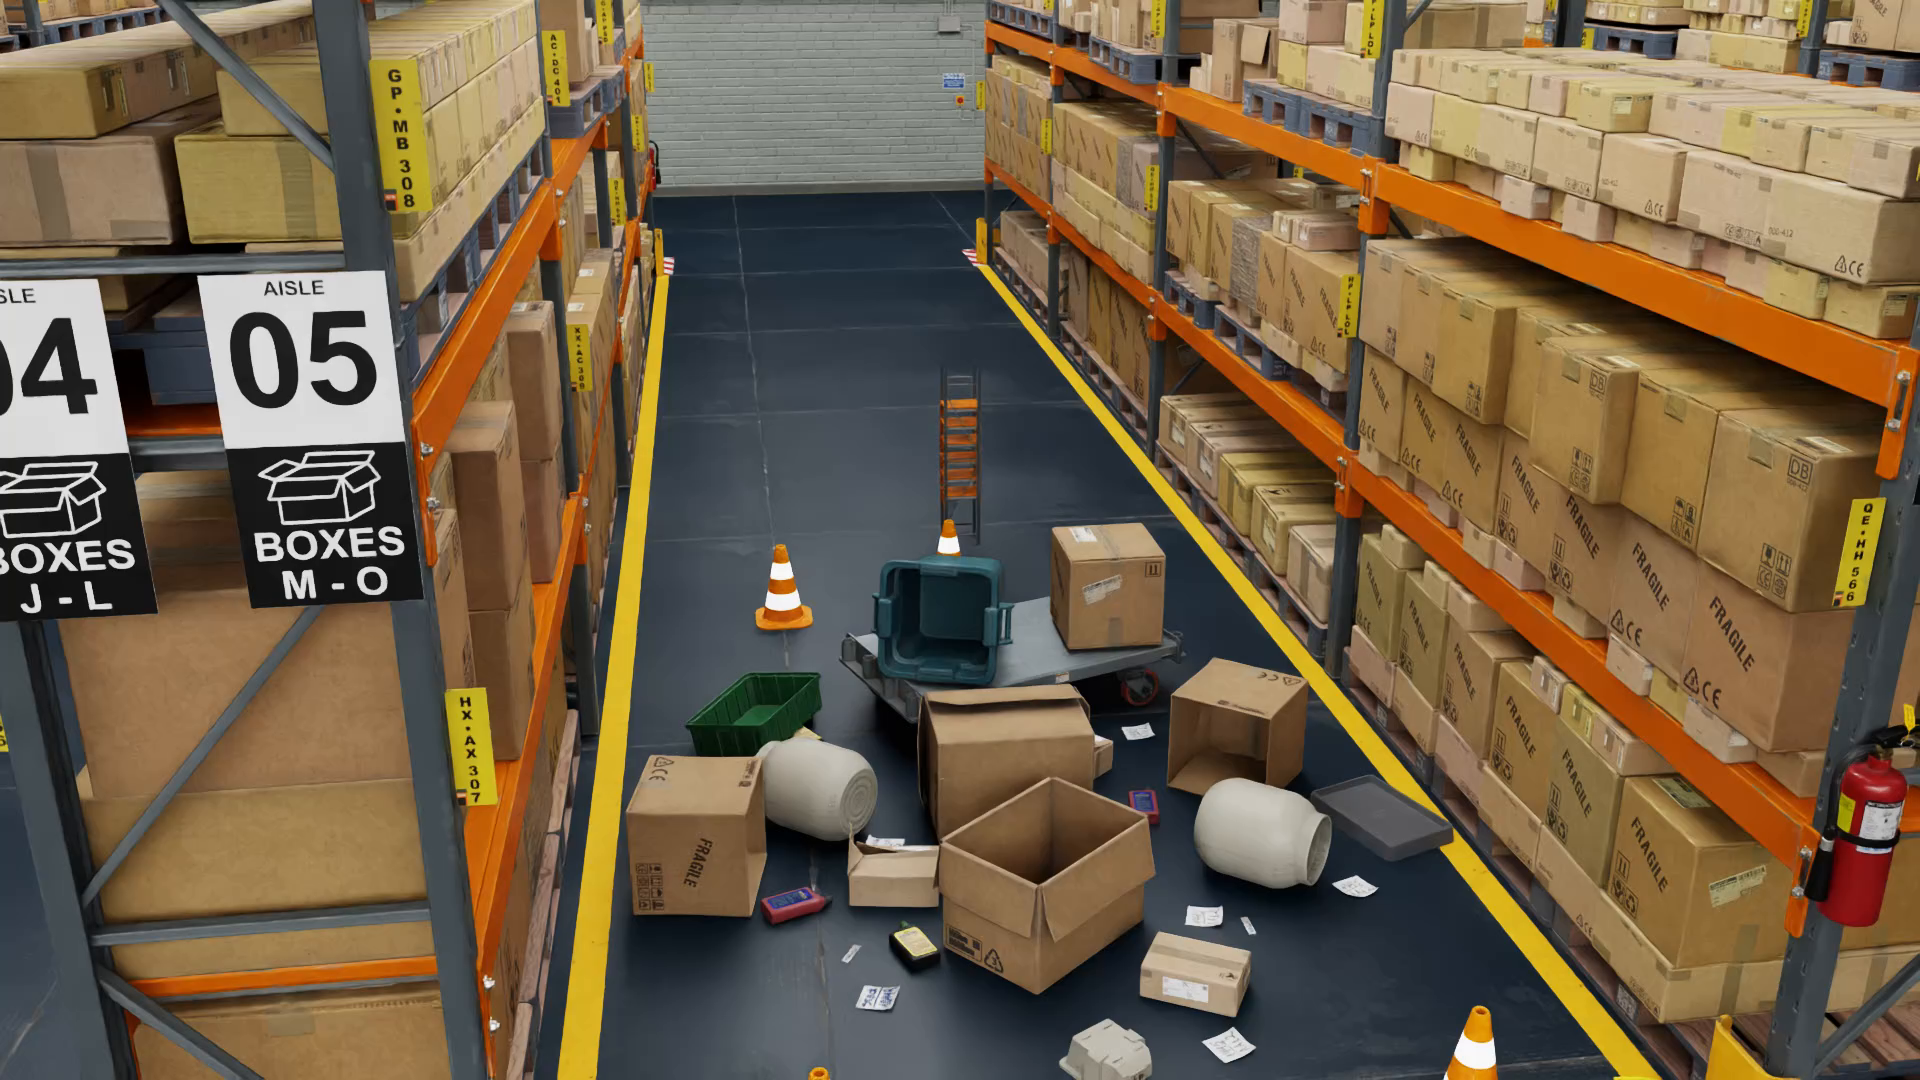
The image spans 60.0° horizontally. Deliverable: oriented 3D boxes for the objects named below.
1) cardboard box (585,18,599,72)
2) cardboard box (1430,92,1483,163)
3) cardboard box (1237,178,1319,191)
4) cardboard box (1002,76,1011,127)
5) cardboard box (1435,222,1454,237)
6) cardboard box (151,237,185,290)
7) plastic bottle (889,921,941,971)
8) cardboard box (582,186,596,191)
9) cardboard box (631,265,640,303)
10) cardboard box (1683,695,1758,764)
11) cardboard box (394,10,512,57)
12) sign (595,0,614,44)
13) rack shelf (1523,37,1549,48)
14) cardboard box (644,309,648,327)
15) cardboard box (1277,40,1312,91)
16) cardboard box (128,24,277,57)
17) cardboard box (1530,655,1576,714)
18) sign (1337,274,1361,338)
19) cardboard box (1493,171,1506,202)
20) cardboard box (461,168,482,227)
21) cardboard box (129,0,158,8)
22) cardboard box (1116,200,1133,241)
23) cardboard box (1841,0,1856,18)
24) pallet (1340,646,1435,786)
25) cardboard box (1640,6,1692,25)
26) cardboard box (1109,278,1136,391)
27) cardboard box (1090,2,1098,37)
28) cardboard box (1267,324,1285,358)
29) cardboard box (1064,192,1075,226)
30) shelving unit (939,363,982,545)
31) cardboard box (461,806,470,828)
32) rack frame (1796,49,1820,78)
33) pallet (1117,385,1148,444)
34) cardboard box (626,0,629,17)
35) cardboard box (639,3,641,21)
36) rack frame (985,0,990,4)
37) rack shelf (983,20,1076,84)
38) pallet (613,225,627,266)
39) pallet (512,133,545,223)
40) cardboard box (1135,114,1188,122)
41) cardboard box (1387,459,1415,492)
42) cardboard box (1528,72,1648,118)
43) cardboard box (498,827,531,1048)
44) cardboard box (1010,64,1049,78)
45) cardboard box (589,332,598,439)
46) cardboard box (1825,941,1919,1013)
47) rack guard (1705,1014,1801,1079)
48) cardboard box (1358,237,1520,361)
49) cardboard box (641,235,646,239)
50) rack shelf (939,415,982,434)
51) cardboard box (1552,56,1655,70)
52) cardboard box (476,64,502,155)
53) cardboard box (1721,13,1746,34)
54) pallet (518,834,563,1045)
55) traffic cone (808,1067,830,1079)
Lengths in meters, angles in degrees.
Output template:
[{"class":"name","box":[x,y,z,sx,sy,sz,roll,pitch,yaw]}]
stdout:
[{"class":"cardboard box","box":[-2.483,-3.039,10.164,0.500,0.311,0.500,-3,21,-8]},{"class":"cardboard box","box":[2.405,-1.809,7.275,0.500,0.250,0.500,-3,21,-8]},{"class":"cardboard box","box":[2.293,-2.303,11.928,0.500,0.500,0.500,-4,21,-9]},{"class":"cardboard box","box":[0.750,-4.812,18.241,0.500,0.500,0.500,-3,21,-8]},{"class":"cardboard box","box":[5.767,-3.409,19.028,0.500,0.500,0.500,-3,21,-7]},{"class":"cardboard box","box":[-2.197,-0.726,4.201,0.380,0.149,0.250,-3,21,-7]},{"class":"plastic bottle","box":[-0.200,1.638,6.742,0.133,0.061,0.283,-11,23,-26]},{"class":"cardboard box","box":[-2.957,-2.670,12.987,0.380,0.149,0.250,-2,21,-5]},{"class":"cardboard box","box":[-3.150,-2.296,14.977,0.500,0.250,0.500,-3,21,-9]},{"class":"cardboard box","box":[2.694,0.623,5.620,0.380,0.149,0.250,-3,21,-8]},{"class":"cardboard box","box":[-1.839,-1.838,6.038,0.380,0.149,0.250,-3,21,-8]},{"class":"sign","box":[-2.381,-3.489,11.131,0.100,0.325,0.005,-3,21,-8]},{"class":"rack shelf","box":[5.999,-5.461,18.292,1.077,0.370,4.000,-3,21,-8]},{"class":"cardboard box","box":[-3.242,-2.168,16.207,0.380,0.149,0.250,-4,21,-10]},{"class":"cardboard box","box":[2.161,-2.758,9.639,0.500,0.250,0.500,-3,21,-7]},{"class":"cardboard box","box":[-2.382,-1.542,5.246,0.380,0.149,0.250,-3,21,-7]},{"class":"cardboard box","box":[2.544,0.576,6.718,0.380,0.149,0.250,-2,21,-5]},{"class":"sign","box":[1.981,-1.192,8.466,0.100,0.325,0.005,-3,21,-8]},{"class":"cardboard box","box":[2.483,-1.491,6.992,0.380,0.149,0.250,-4,21,-9]},{"class":"cardboard box","box":[-1.656,-1.025,5.002,0.380,0.149,0.250,-3,21,-8]},{"class":"cardboard box","box":[-8.879,-5.852,17.425,0.700,0.500,0.500,-4,21,-11]},{"class":"cardboard box","box":[1.554,-2.560,13.283,0.500,0.250,0.500,-3,21,-9]},{"class":"cardboard box","box":[7.085,-4.118,12.887,0.380,0.149,0.250,-4,21,-10]},{"class":"pallet","box":[2.661,0.858,8.617,1.003,0.211,1.213,-3,21,-8]},{"class":"cardboard box","box":[6.184,-4.577,14.513,0.380,0.149,0.250,-2,21,-7]},{"class":"cardboard box","box":[1.811,-1.818,14.232,0.875,0.875,0.875,-3,21,-7]},{"class":"cardboard box","box":[1.293,-4.337,13.847,0.396,0.266,0.258,-1,21,-3]},{"class":"cardboard box","box":[2.049,-1.190,9.874,0.380,0.149,0.250,-3,21,-7]},{"class":"cardboard box","box":[1.254,-3.034,15.266,0.500,0.250,0.500,-3,21,-9]},{"class":"shelving unit","box":[0.002,-0.557,10.993,0.258,1.200,0.189,-3,21,-8]},{"class":"cardboard box","box":[-1.977,0.605,5.095,0.875,0.550,0.550,-3,21,-8]},{"class":"rack frame","box":[6.864,-2.316,13.129,1.000,3.000,0.127,-3,21,-8]},{"class":"pallet","box":[1.914,-1.034,13.684,1.003,0.211,1.213,-3,21,-8]},{"class":"cardboard box","box":[-3.407,-5.085,15.756,0.500,0.250,0.500,-3,21,-8]},{"class":"cardboard box","box":[-3.757,-5.740,18.224,0.500,0.250,0.500,-3,21,-9]},{"class":"rack frame","box":[0.800,-7.644,18.821,1.000,3.000,0.127,-3,21,-8]},{"class":"rack shelf","box":[1.088,-5.209,17.618,1.077,0.370,4.000,-3,21,-8]},{"class":"pallet","box":[-3.257,-2.373,13.556,1.003,0.211,1.213,-3,21,-8]},{"class":"pallet","box":[-2.247,-1.474,6.716,1.003,0.211,1.213,-3,21,-8]},{"class":"cardboard box","box":[1.825,-3.467,14.639,0.500,0.500,0.500,-2,21,-6]},{"class":"cardboard box","box":[2.345,-0.351,8.228,0.380,0.149,0.250,-2,21,-6]},{"class":"cardboard box","box":[2.494,-1.766,6.590,0.380,0.149,0.250,-3,21,-9]},{"class":"cardboard box","box":[-2.070,1.253,6.010,0.875,0.875,0.875,-3,21,-9]},{"class":"cardboard box","box":[0.749,-5.066,17.994,0.380,0.149,0.250,-3,21,-7]},{"class":"cardboard box","box":[-2.237,-0.812,8.959,0.500,0.500,0.500,-3,21,-7]},{"class":"cardboard box","box":[3.263,1.504,6.232,0.500,0.250,0.500,-3,21,-8]},{"class":"rack guard","box":[3.095,1.851,5.547,1.175,0.500,0.348,-3,21,-8]},{"class":"cardboard box","box":[2.378,-1.170,8.065,0.700,0.500,0.500,-3,21,-8]},{"class":"cardboard box","box":[-3.640,-3.252,18.261,0.380,0.149,0.250,-4,21,-10]},{"class":"rack shelf","box":[0.002,-0.740,10.924,0.258,0.103,0.180,-3,21,-8]},{"class":"cardboard box","box":[2.853,-2.060,7.378,0.380,0.149,0.250,-2,21,-6]},{"class":"cardboard box","box":[-1.813,-1.431,5.520,0.500,0.250,0.500,-3,21,-8]},{"class":"cardboard box","box":[6.465,-4.215,13.571,0.380,0.149,0.250,-3,21,-8]},{"class":"pallet","box":[-2.143,1.603,6.624,1.003,0.211,1.213,-3,21,-8]},{"class":"traffic cone","box":[-0.449,1.924,5.405,0.336,0.463,0.334,-3,21,-8]}]
